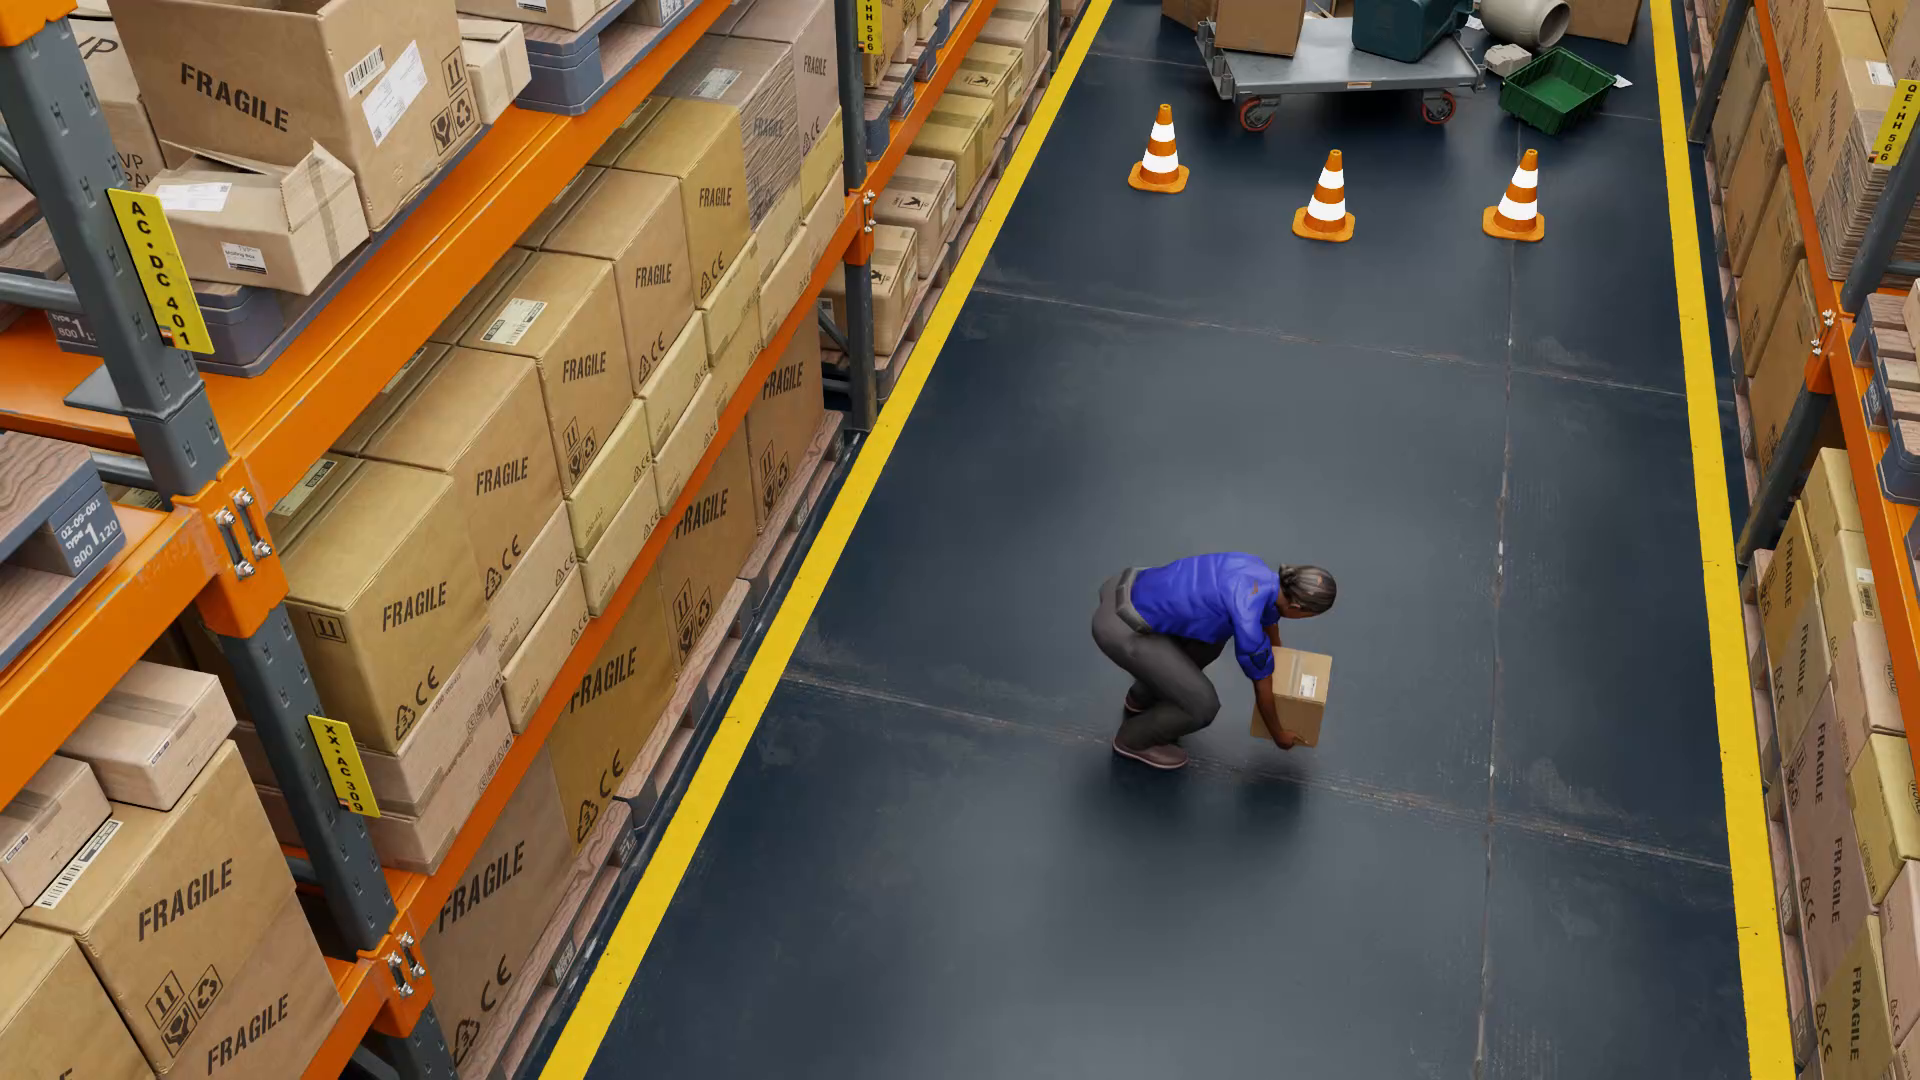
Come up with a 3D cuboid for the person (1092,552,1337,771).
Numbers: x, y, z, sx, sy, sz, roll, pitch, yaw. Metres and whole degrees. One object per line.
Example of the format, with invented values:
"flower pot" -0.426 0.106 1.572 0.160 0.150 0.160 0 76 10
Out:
"person" 0.919 0.427 6.216 0.857 0.951 0.470 8 42 9
